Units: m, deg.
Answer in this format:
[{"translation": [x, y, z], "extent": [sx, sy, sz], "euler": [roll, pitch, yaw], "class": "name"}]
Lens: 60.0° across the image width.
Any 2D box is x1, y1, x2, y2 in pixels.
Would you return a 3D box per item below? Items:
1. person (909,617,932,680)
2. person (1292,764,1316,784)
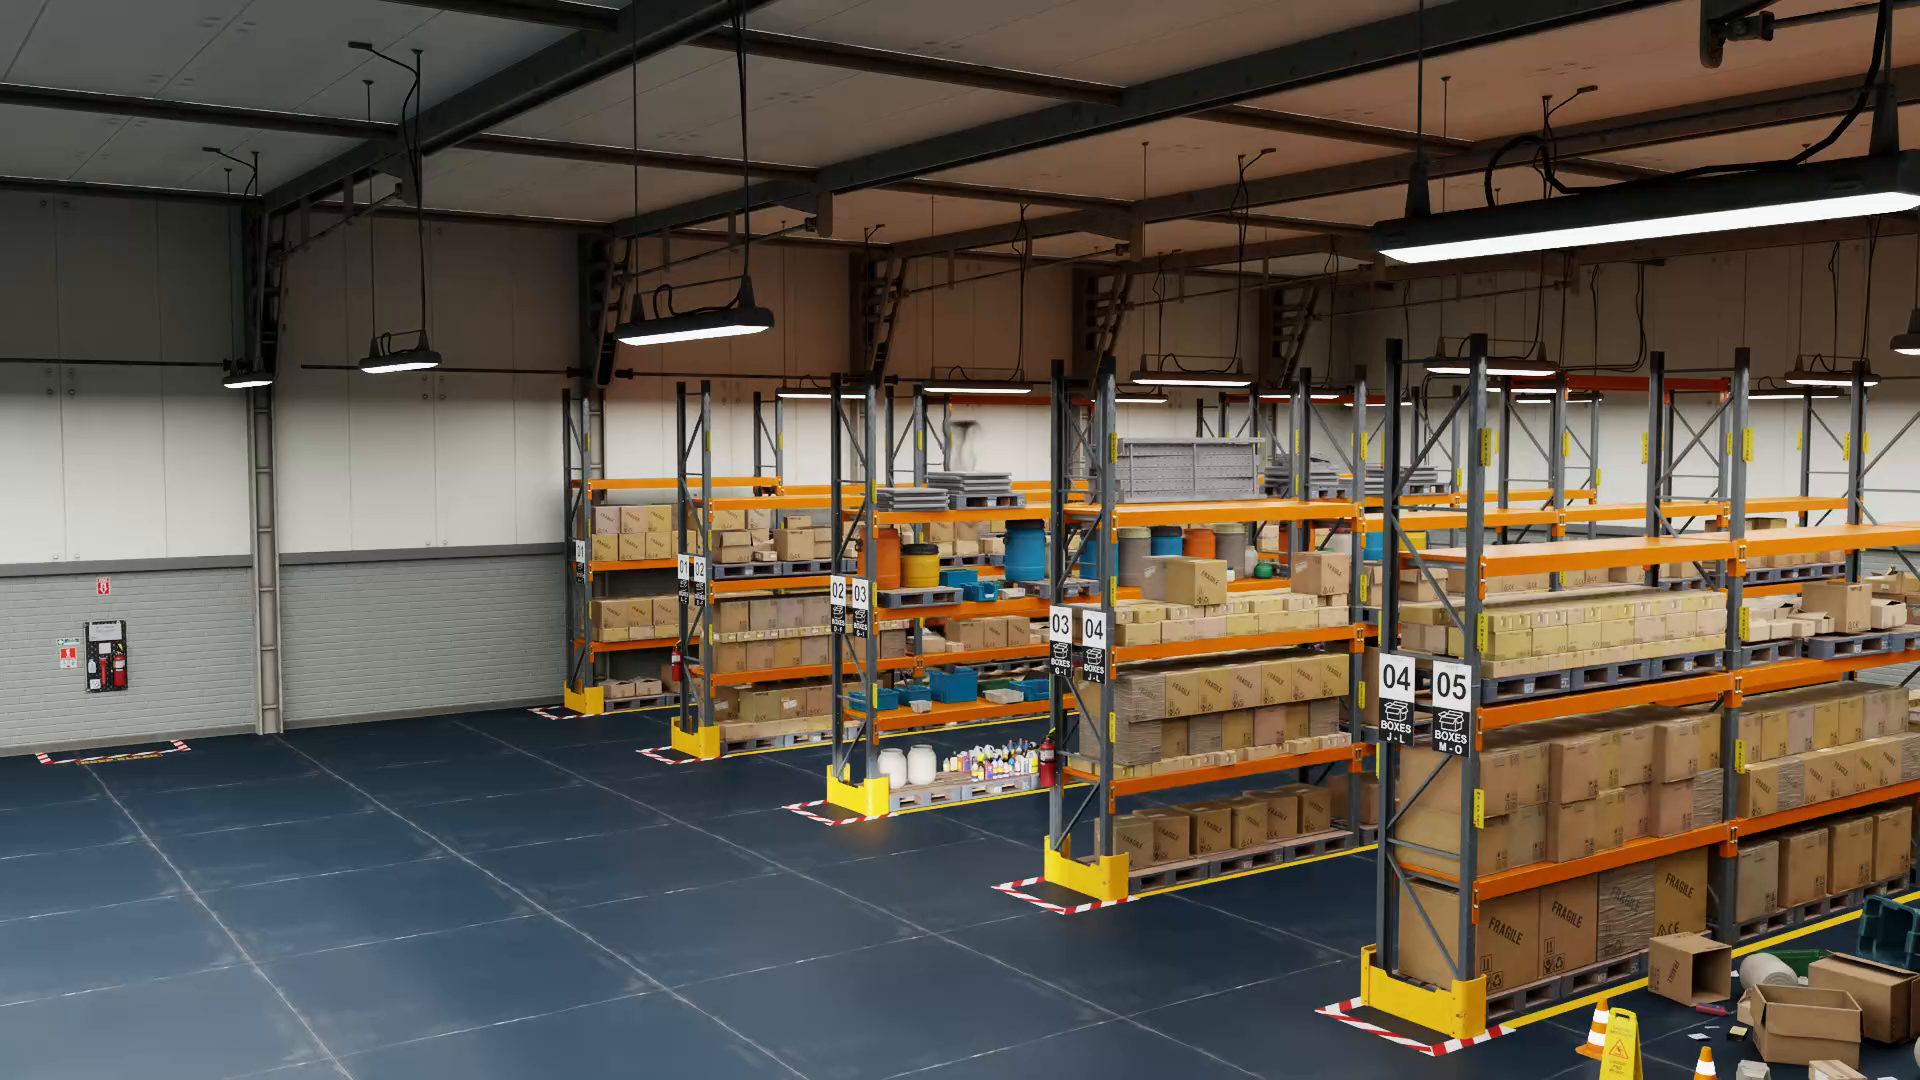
[{"translation": [-0.752, 2.270, 32.581], "extent": [0.572, 1.630, 0.565], "euler": [-3, 5, -40], "class": "person"}, {"translation": [5.042, 2.788, 24.453], "extent": [0.740, 1.655, 0.650], "euler": [-3, 5, -40], "class": "person"}]
